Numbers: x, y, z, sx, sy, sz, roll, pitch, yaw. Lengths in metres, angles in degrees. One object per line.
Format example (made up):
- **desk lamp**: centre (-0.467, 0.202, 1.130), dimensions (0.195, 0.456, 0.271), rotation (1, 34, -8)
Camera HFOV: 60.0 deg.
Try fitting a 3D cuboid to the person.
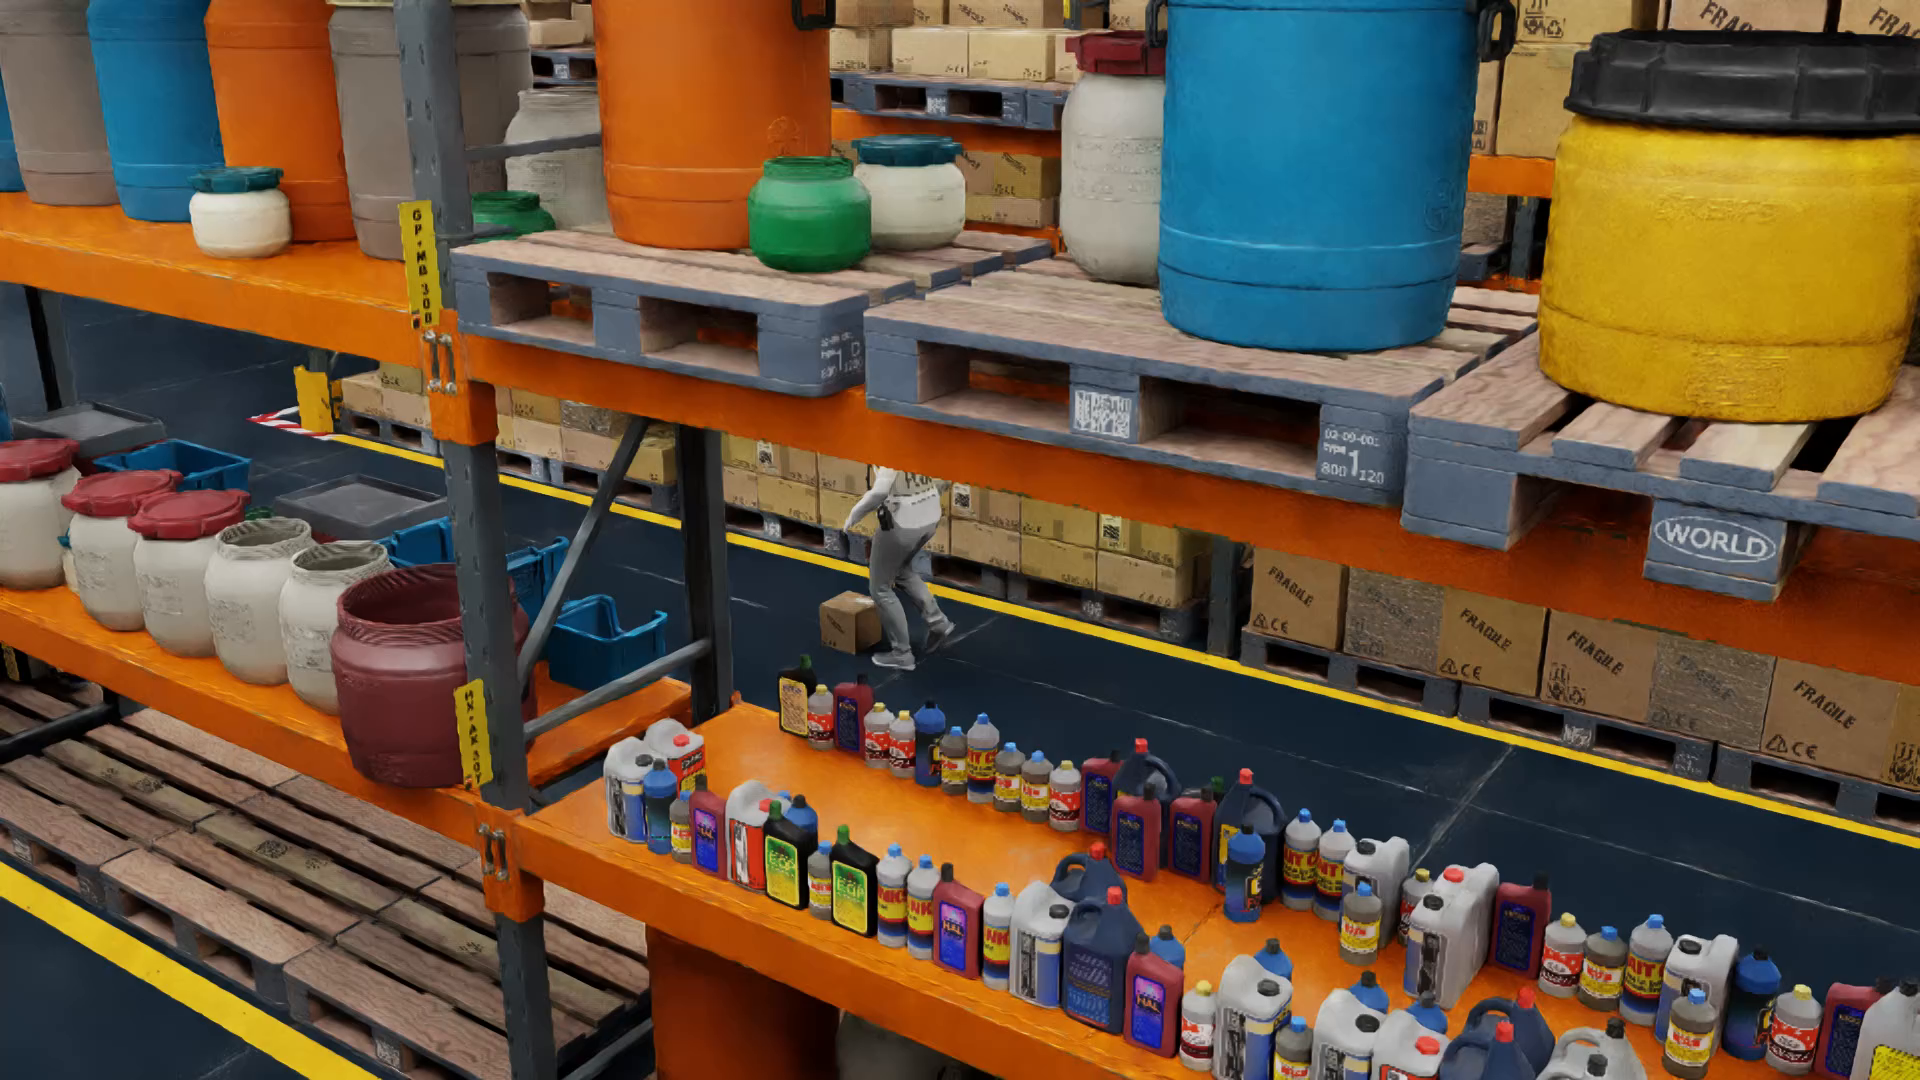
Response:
- **person**: centre (-0.323, -0.092, 8.852), dimensions (0.427, 1.680, 0.650), rotation (13, 24, 32)
